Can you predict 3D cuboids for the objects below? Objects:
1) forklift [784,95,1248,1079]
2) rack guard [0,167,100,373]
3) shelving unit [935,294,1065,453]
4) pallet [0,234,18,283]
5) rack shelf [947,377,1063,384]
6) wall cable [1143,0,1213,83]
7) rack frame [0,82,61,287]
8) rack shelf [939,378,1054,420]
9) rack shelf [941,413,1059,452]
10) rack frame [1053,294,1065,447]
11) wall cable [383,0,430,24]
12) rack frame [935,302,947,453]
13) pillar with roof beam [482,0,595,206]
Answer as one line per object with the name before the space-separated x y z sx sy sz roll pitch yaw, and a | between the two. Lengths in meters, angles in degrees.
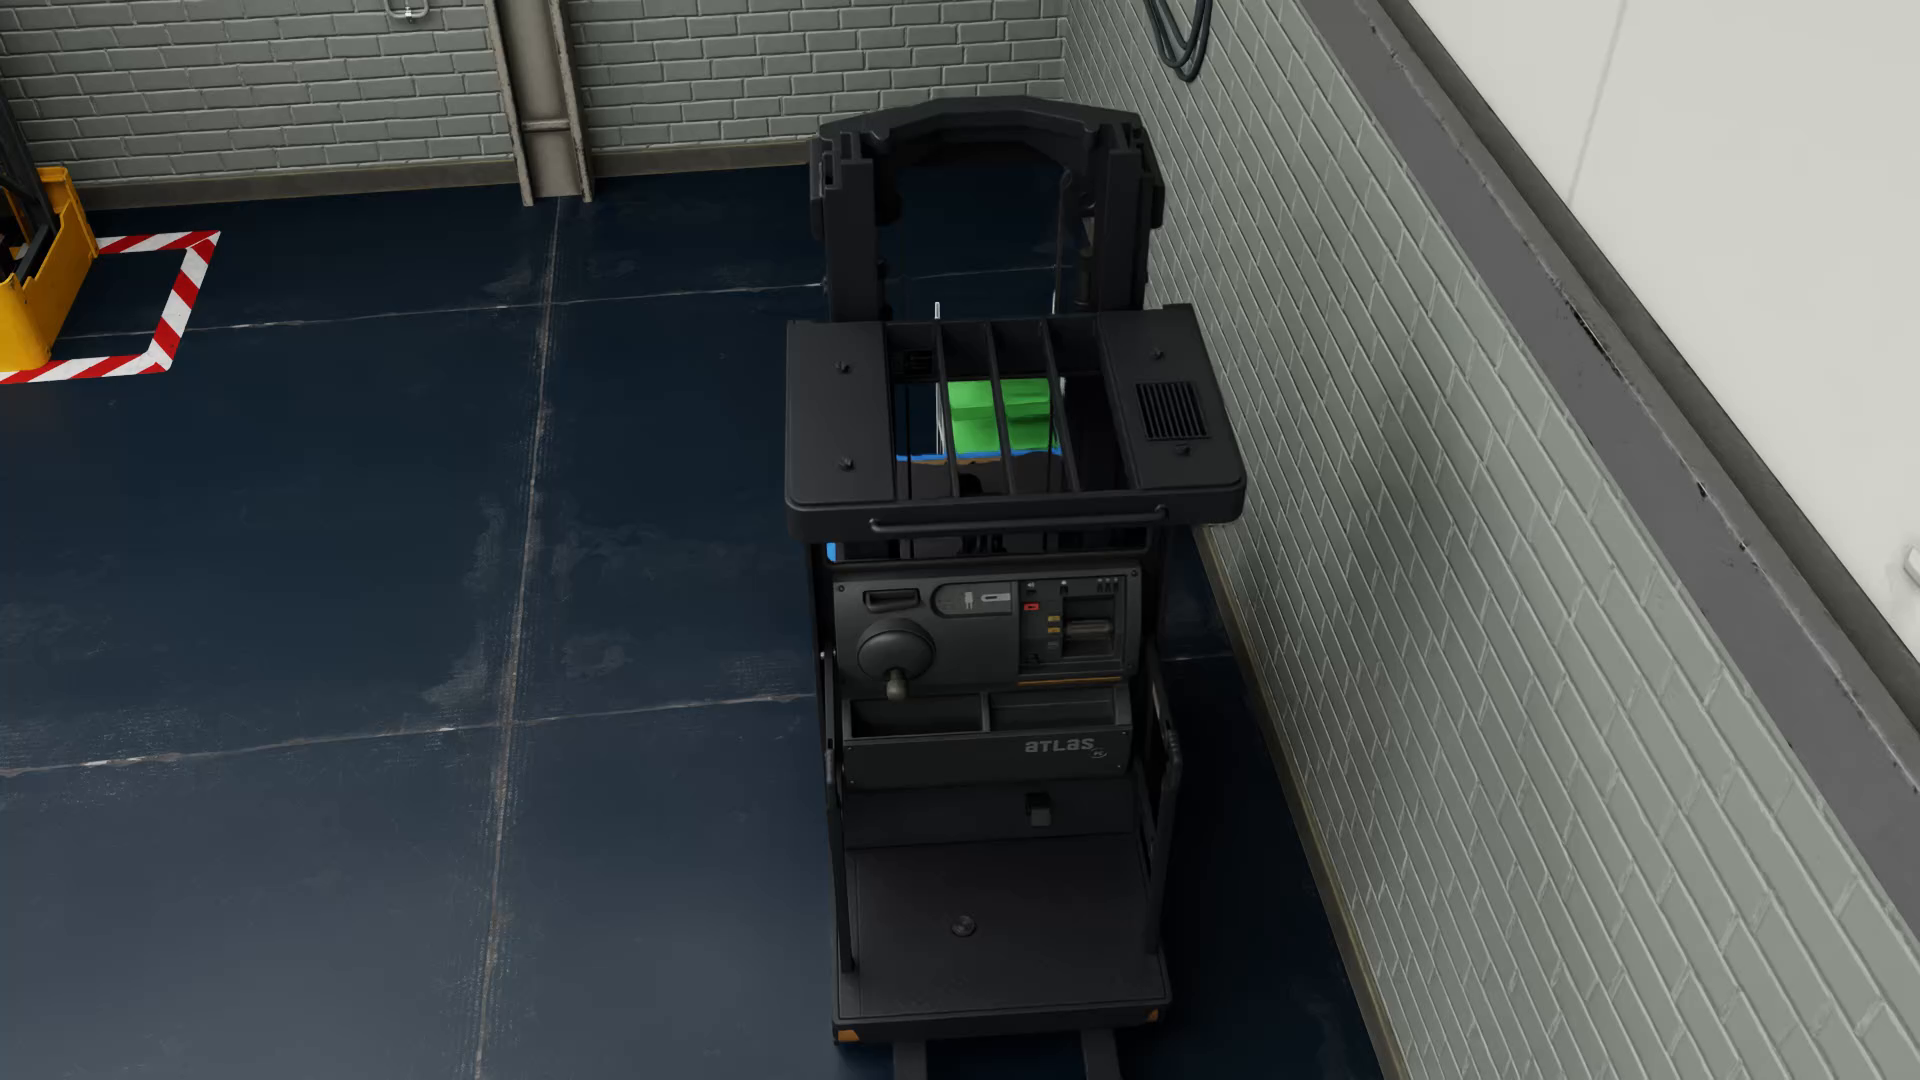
forklift | 0.105 0.359 4.878 1.130 2.935 3.031 -3 42 -3
rack guard | -4.884 -1.426 8.672 0.348 0.500 1.175 -5 42 -6
shelving unit | 0.164 -0.460 7.079 0.503 1.200 0.258 -5 42 -6
pallet | -5.690 -1.195 8.632 1.213 0.211 1.003 -5 42 -6
rack shelf | 0.164 -0.769 6.800 0.480 0.148 0.258 -5 42 -6
wall cable | 0.747 -3.680 7.145 0.112 2.526 3.097 -5 42 -6
rack frame | -4.907 -2.352 7.833 0.127 3.000 1.000 -5 42 -6
rack shelf | 0.164 -0.591 6.961 0.480 0.148 0.258 -5 42 -6
rack shelf | 0.164 -0.412 7.122 0.480 0.148 0.258 -5 42 -6
rack frame | 0.406 -0.481 7.103 0.015 1.200 0.240 -5 42 -6
wall cable | -3.760 -3.468 8.312 1.851 1.984 0.084 -5 42 -6
rack frame | -0.078 -0.439 7.056 0.015 1.200 0.240 -5 42 -6
pillar with roof beam | -1.784 -2.529 3.551 0.400 9.000 9.100 -5 42 -6
